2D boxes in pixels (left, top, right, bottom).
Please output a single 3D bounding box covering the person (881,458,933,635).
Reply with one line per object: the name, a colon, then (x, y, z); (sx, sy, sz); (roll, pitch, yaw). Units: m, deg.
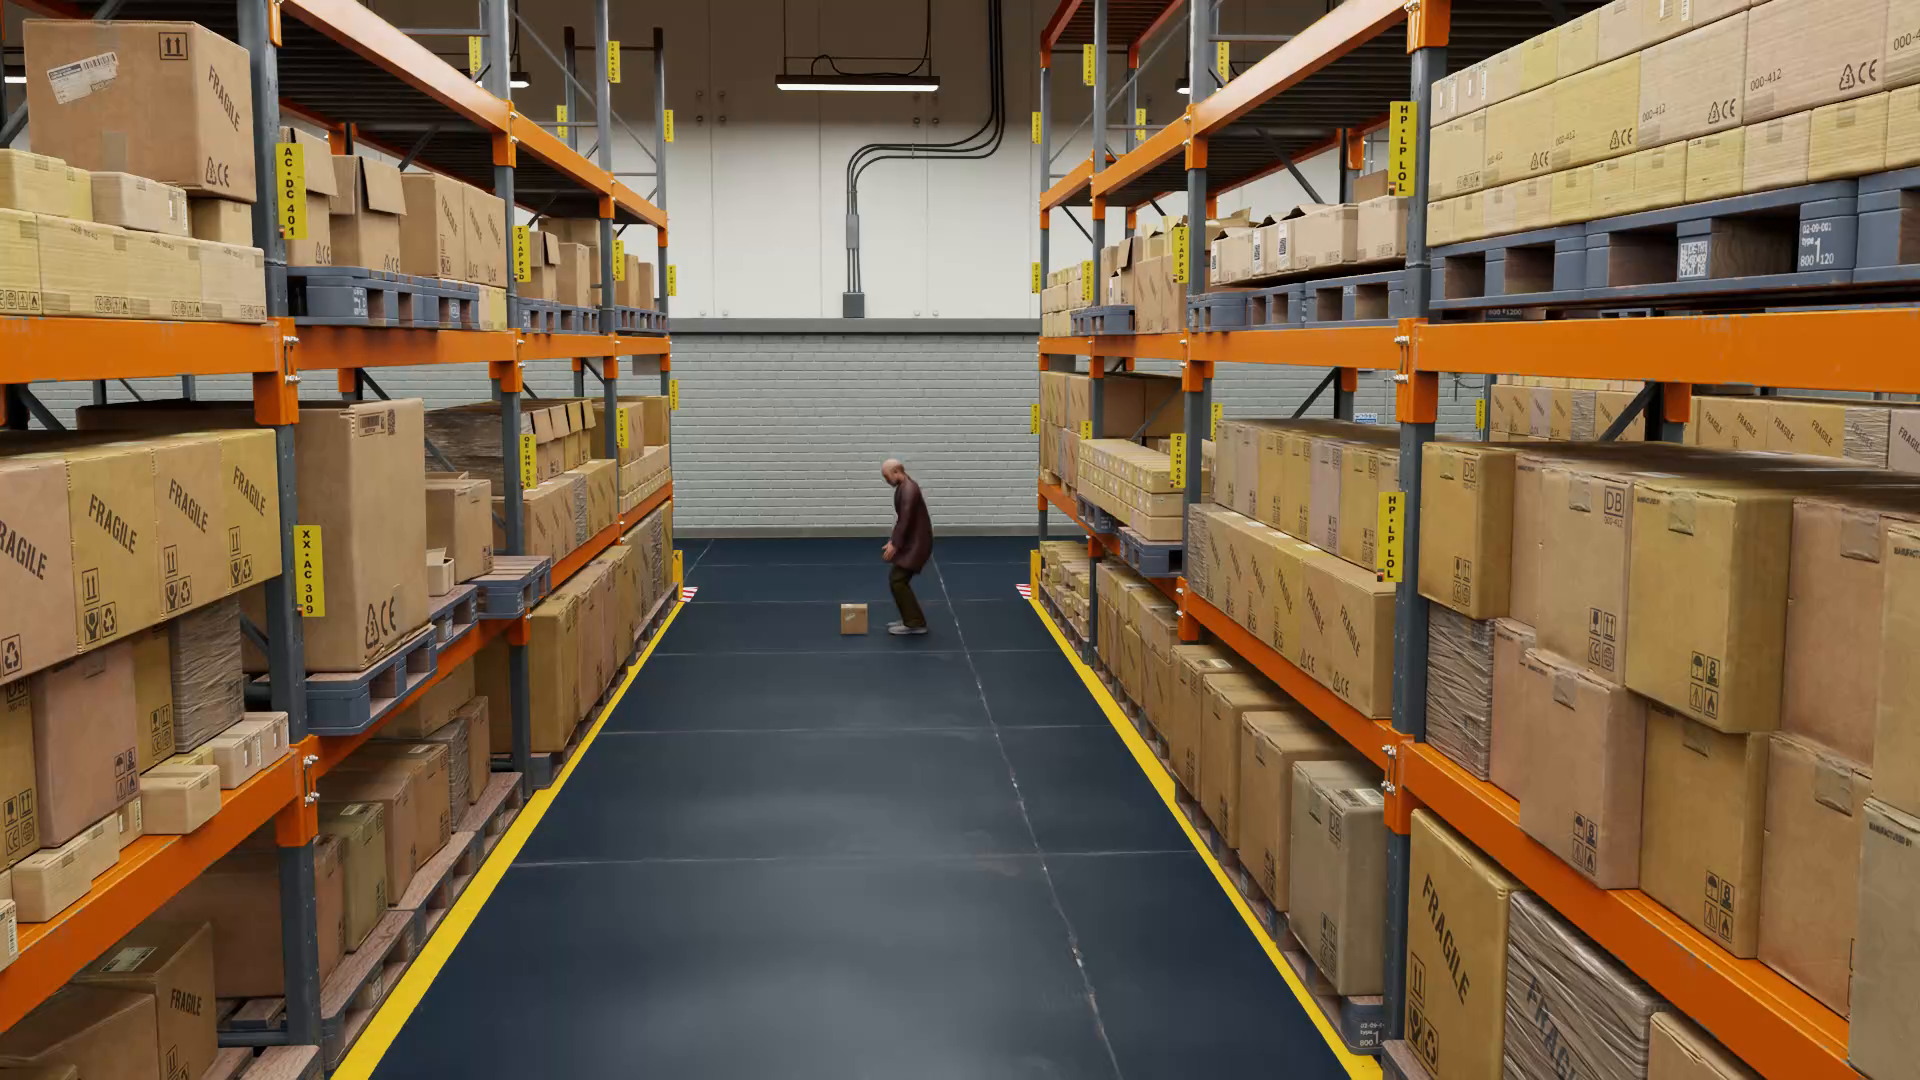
person: (-0.505, 0.057, 15.819); (0.503, 1.672, 0.607); (0, 7, -2)
